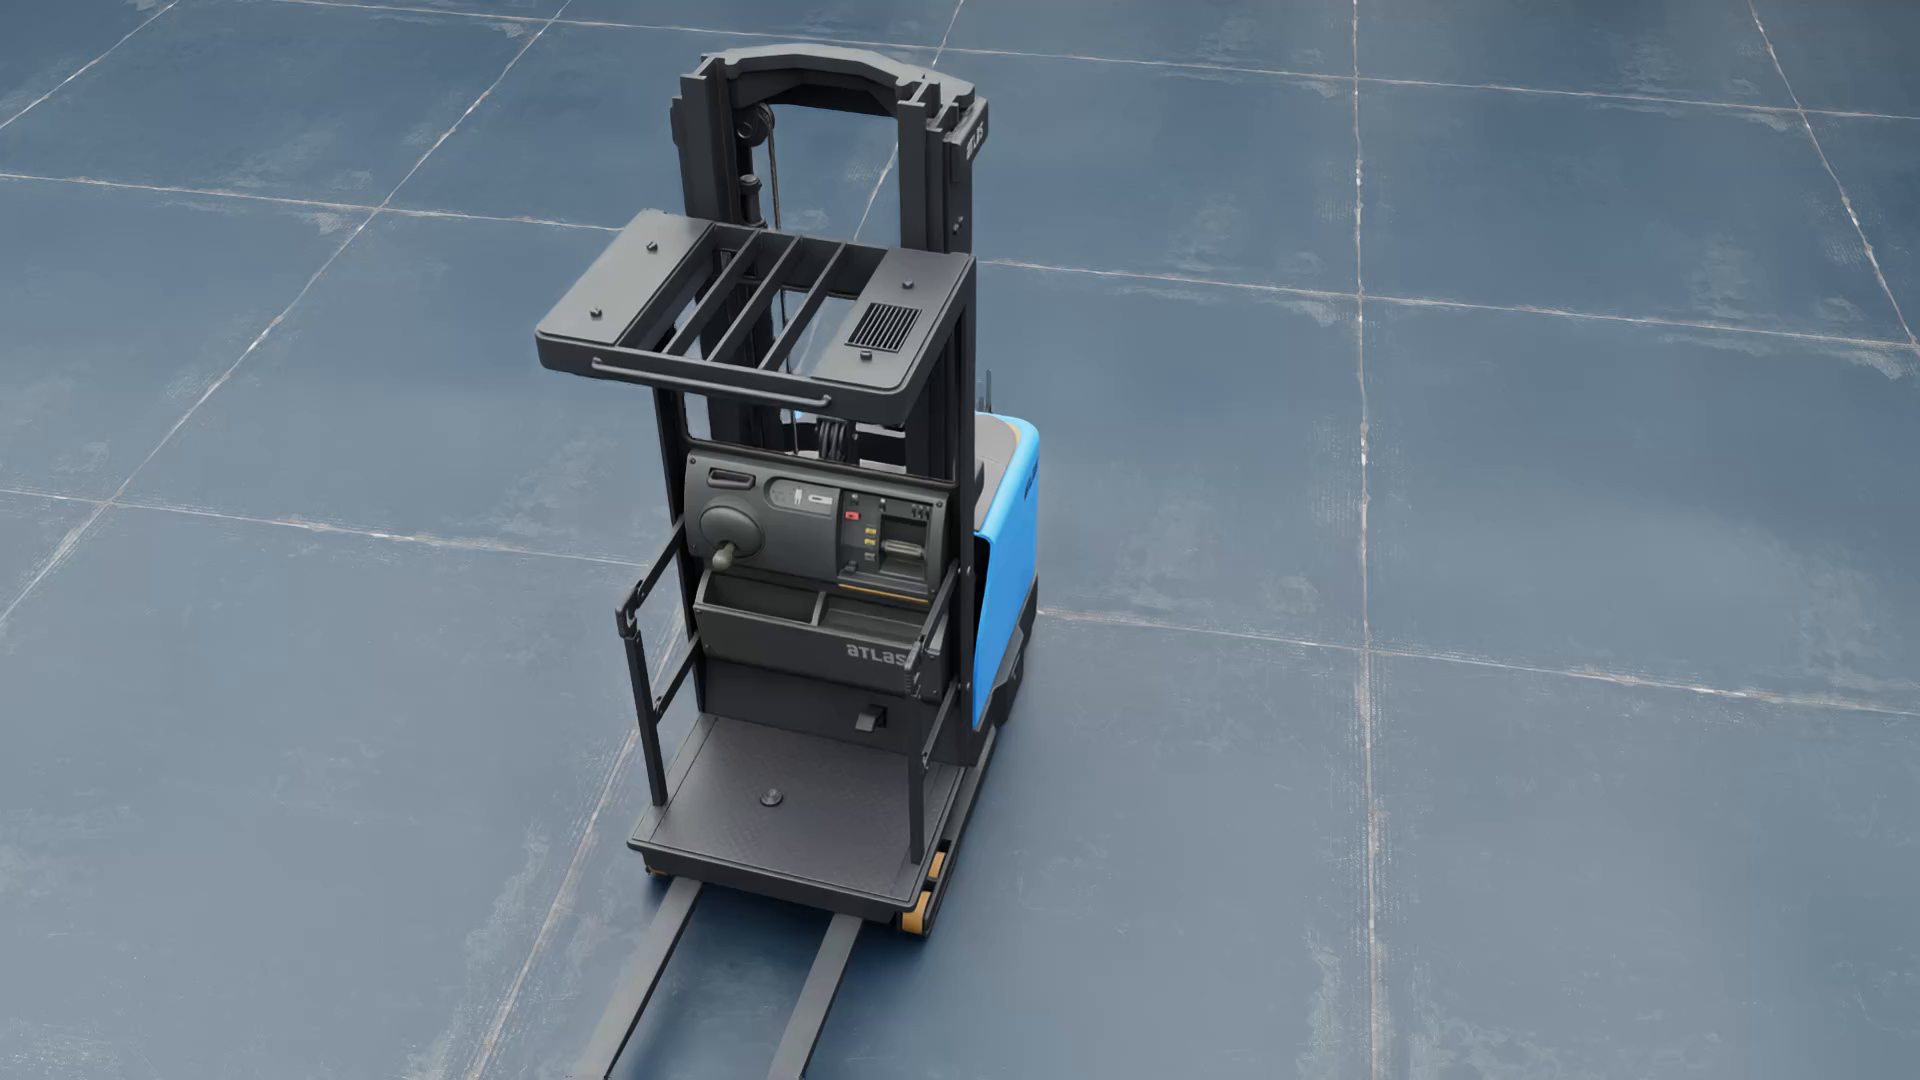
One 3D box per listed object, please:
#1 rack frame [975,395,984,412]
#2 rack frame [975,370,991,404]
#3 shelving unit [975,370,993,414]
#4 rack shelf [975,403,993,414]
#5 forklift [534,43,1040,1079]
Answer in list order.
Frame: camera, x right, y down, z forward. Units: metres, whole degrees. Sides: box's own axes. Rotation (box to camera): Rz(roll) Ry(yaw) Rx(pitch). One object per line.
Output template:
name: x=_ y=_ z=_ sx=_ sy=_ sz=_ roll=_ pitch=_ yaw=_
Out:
rack frame: x=-0.016 y=-0.288 z=7.489 sx=0.240 sy=0.900 sz=0.006 roll=6 pitch=40 yaw=8
rack frame: x=0.019 y=-0.416 z=7.643 sx=0.240 sy=0.900 sz=0.006 roll=6 pitch=40 yaw=8
shelving unit: x=0.001 y=-0.352 z=7.566 sx=0.258 sy=0.900 sz=0.210 roll=6 pitch=40 yaw=8
rack shelf: x=0.001 y=-0.534 z=7.415 sx=0.258 sy=0.077 sz=0.200 roll=6 pitch=40 yaw=8
forklift: x=-0.555 y=0.032 z=5.508 sx=1.130 sy=2.935 sz=3.031 roll=10 pitch=41 yaw=12
